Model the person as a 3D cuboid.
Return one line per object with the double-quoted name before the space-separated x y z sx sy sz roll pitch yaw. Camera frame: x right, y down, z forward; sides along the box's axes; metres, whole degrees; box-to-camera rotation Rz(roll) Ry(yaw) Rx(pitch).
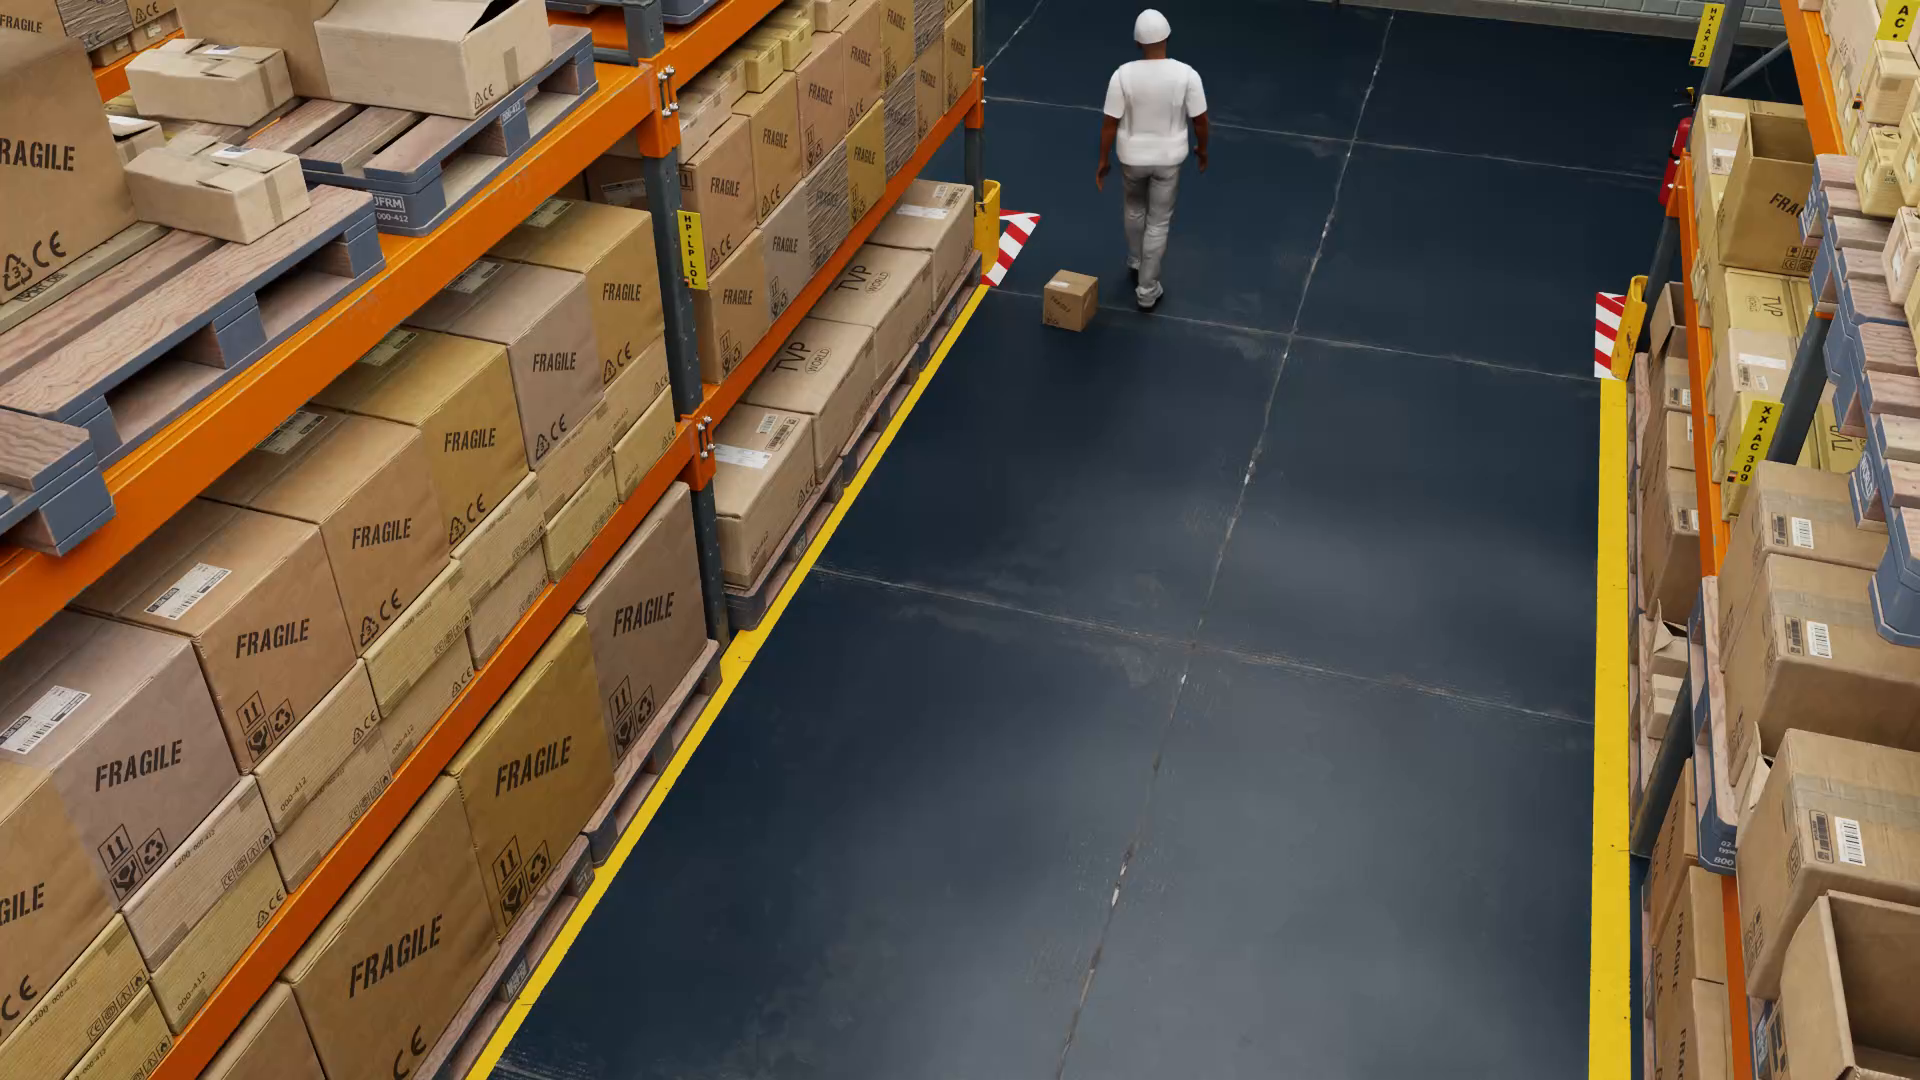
"person" 1.159 -2.298 9.962 0.645 1.796 0.779 7 37 10
